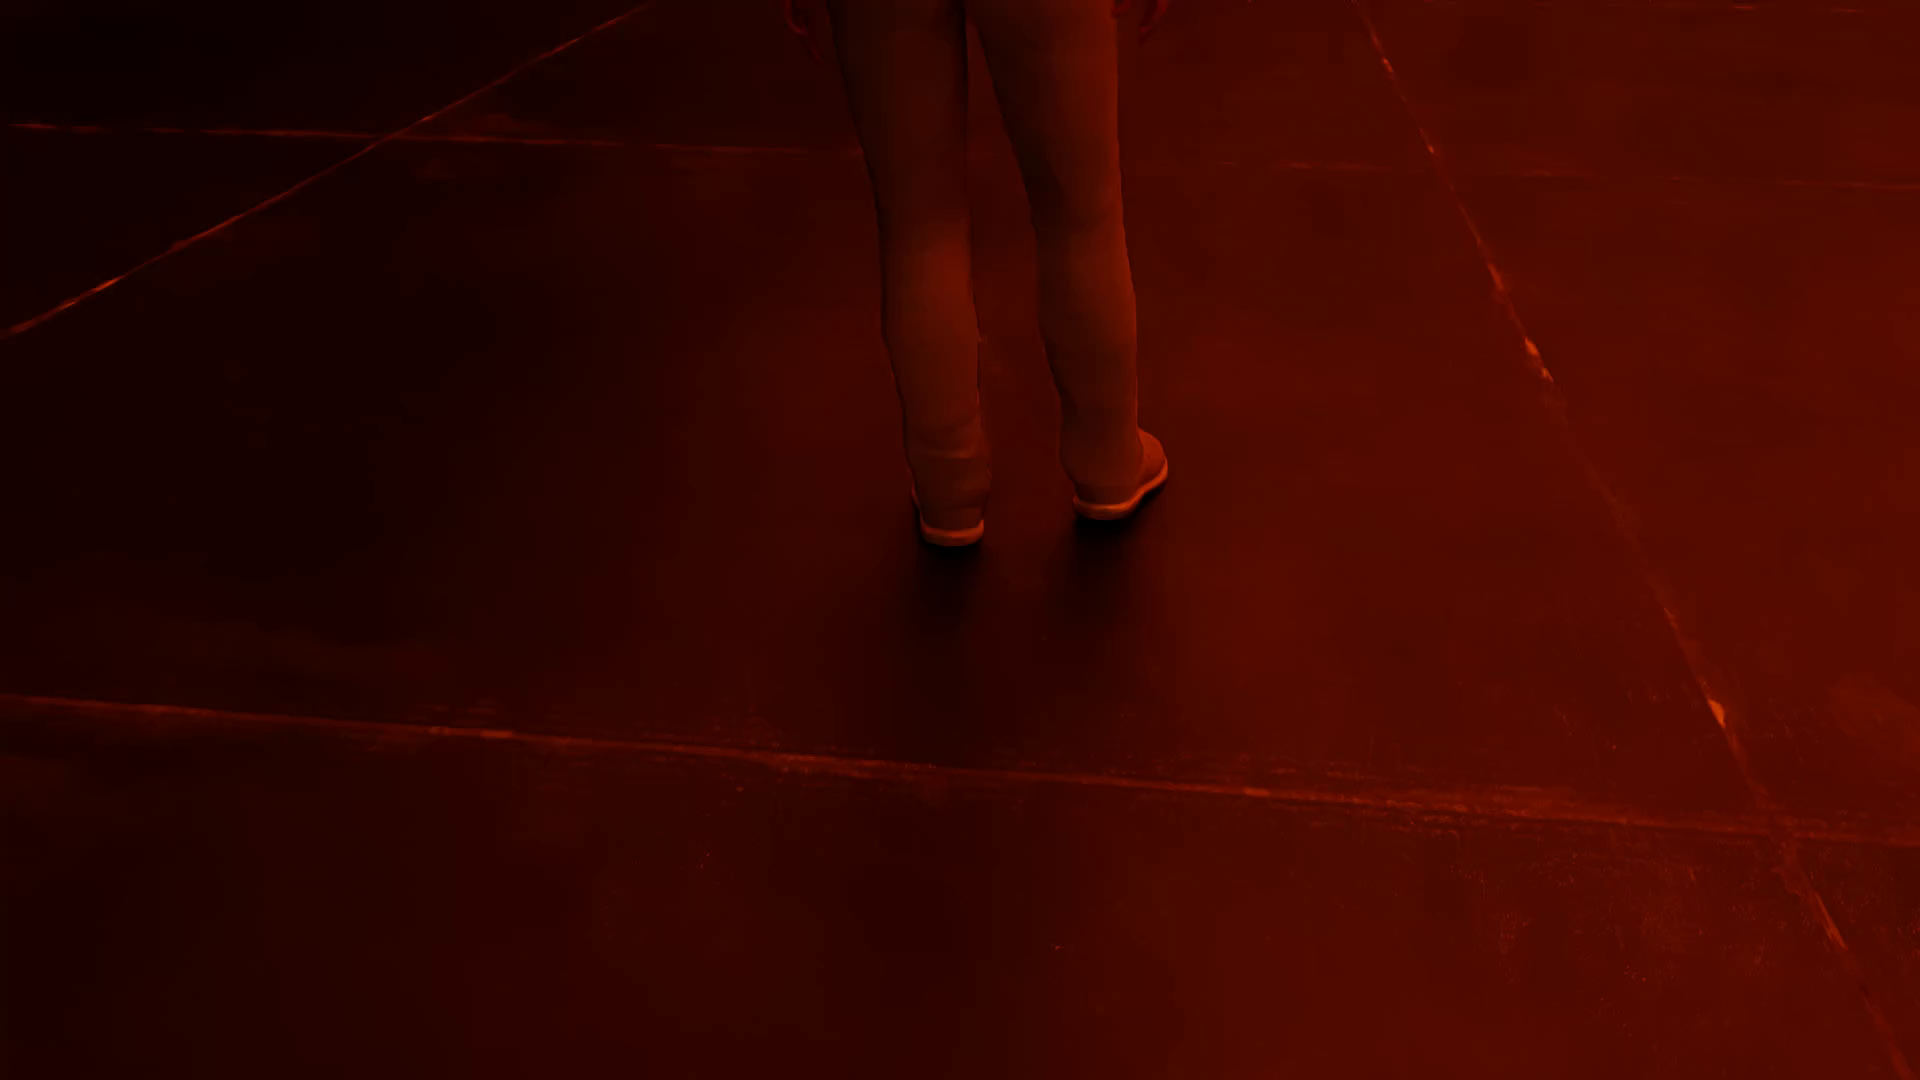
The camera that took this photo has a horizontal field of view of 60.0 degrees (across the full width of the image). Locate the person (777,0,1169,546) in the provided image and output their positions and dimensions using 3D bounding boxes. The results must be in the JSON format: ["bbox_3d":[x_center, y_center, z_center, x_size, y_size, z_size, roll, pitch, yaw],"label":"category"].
[{"bbox_3d":[0.030,-0.798,2.183,0.570,1.695,0.527,3,27,7],"label":"person"}]
